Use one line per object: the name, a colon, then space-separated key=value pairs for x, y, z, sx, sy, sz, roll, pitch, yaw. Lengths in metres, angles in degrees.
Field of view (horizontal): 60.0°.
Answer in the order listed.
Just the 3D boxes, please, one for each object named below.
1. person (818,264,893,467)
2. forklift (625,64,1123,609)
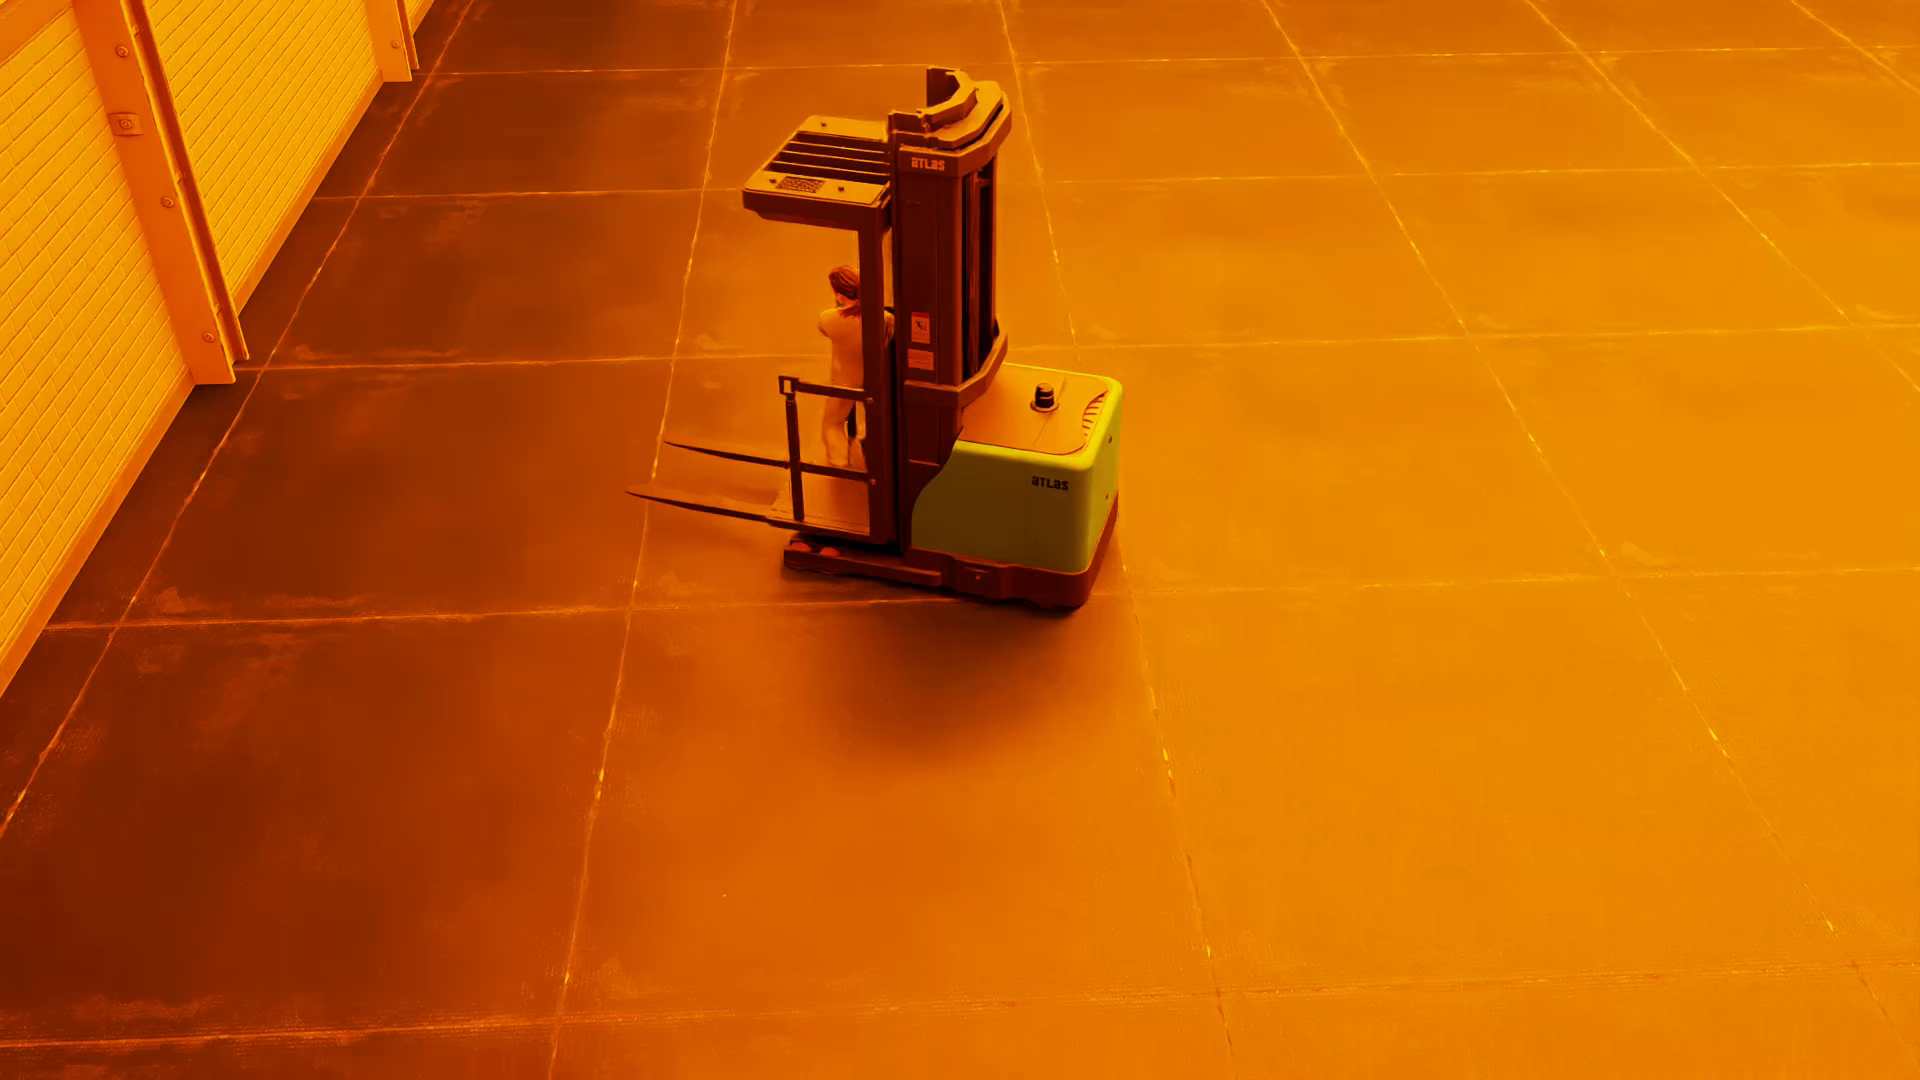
person: x=-0.573 y=-1.045 z=10.438 sx=0.637 sy=1.574 sz=0.783 roll=-5 pitch=36 yaw=-7
forklift: x=-0.583 y=-1.259 z=9.739 sx=3.031 sy=2.935 sz=1.130 roll=10 pitch=37 yaw=13
